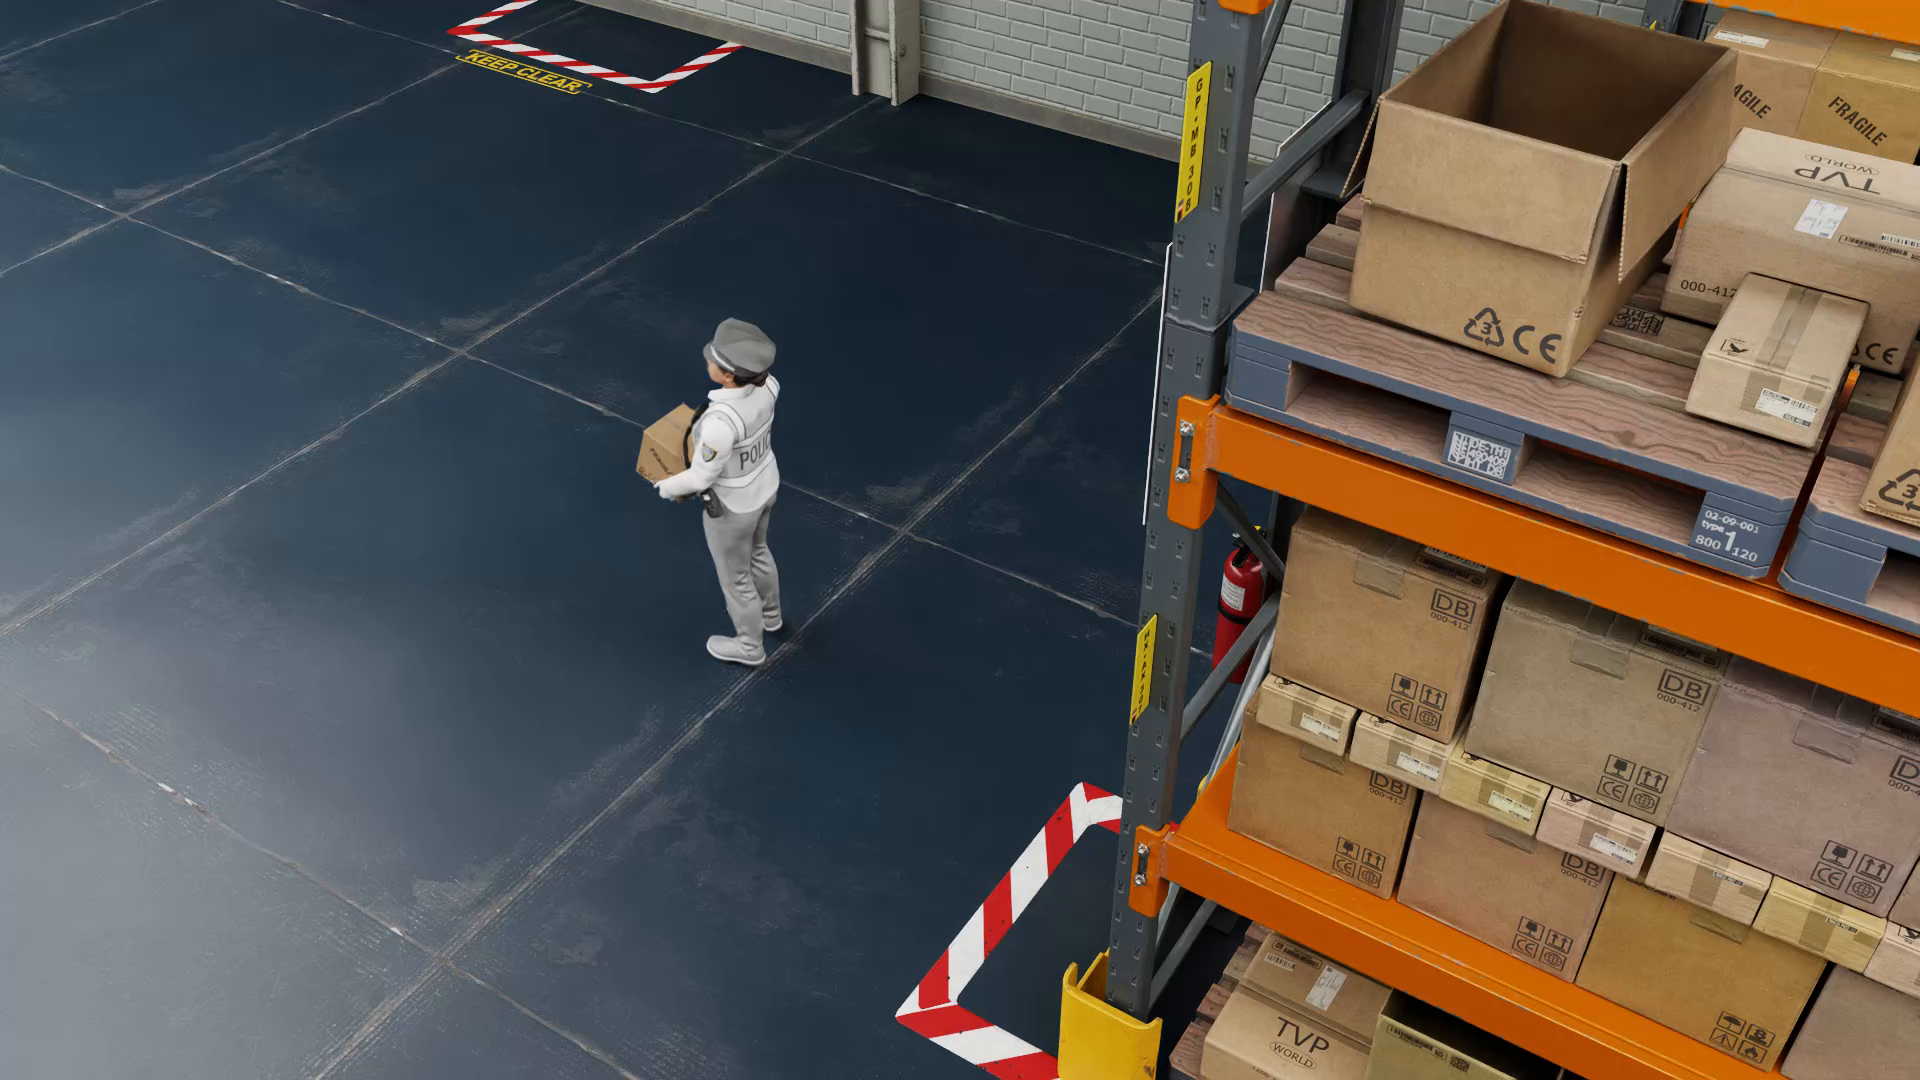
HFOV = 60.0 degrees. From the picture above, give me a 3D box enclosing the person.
[{"bbox_3d":[-0.966,-0.191,6.888,0.543,1.700,0.496,15,41,17],"label":"person"}]
